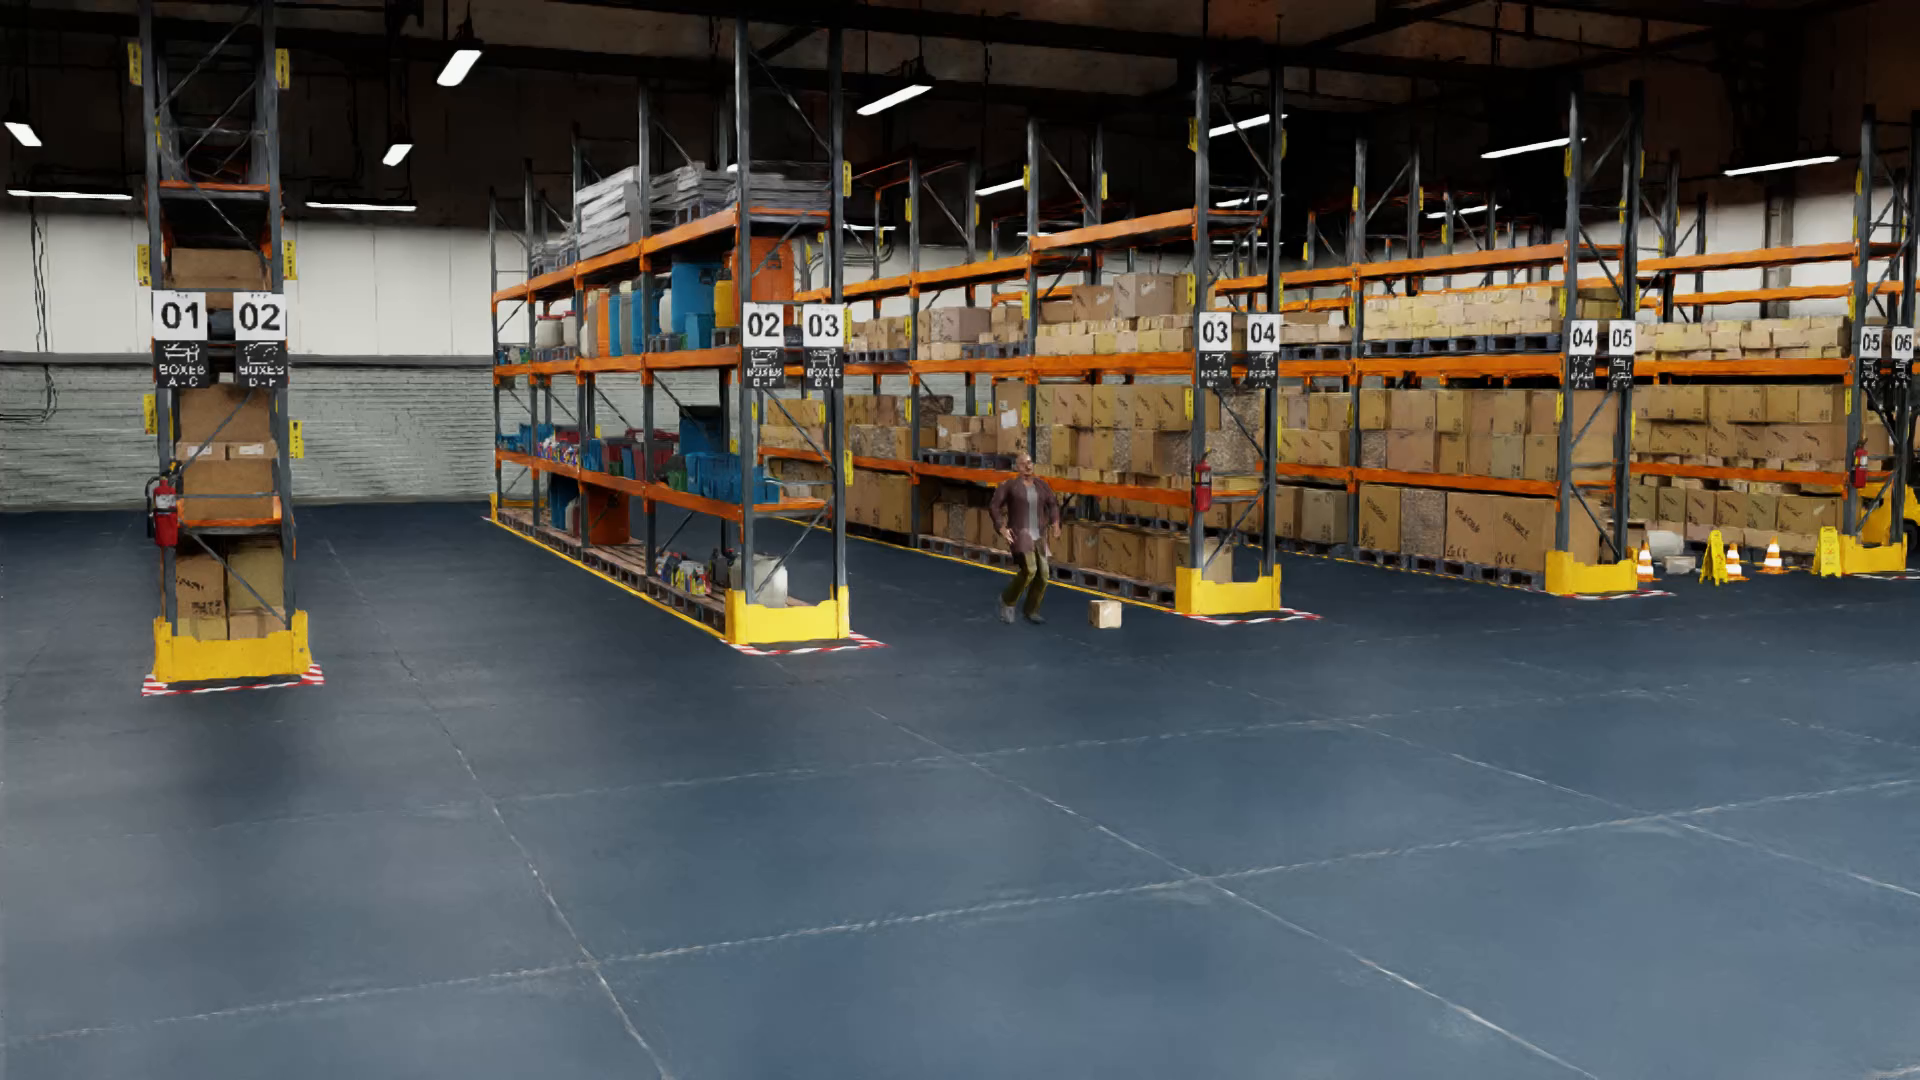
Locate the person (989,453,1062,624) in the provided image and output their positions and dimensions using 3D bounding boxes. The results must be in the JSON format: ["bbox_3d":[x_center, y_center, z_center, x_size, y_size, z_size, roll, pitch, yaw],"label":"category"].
[{"bbox_3d":[0.718,-0.015,17.040,0.766,1.744,0.530,-3,6,-33],"label":"person"}]
